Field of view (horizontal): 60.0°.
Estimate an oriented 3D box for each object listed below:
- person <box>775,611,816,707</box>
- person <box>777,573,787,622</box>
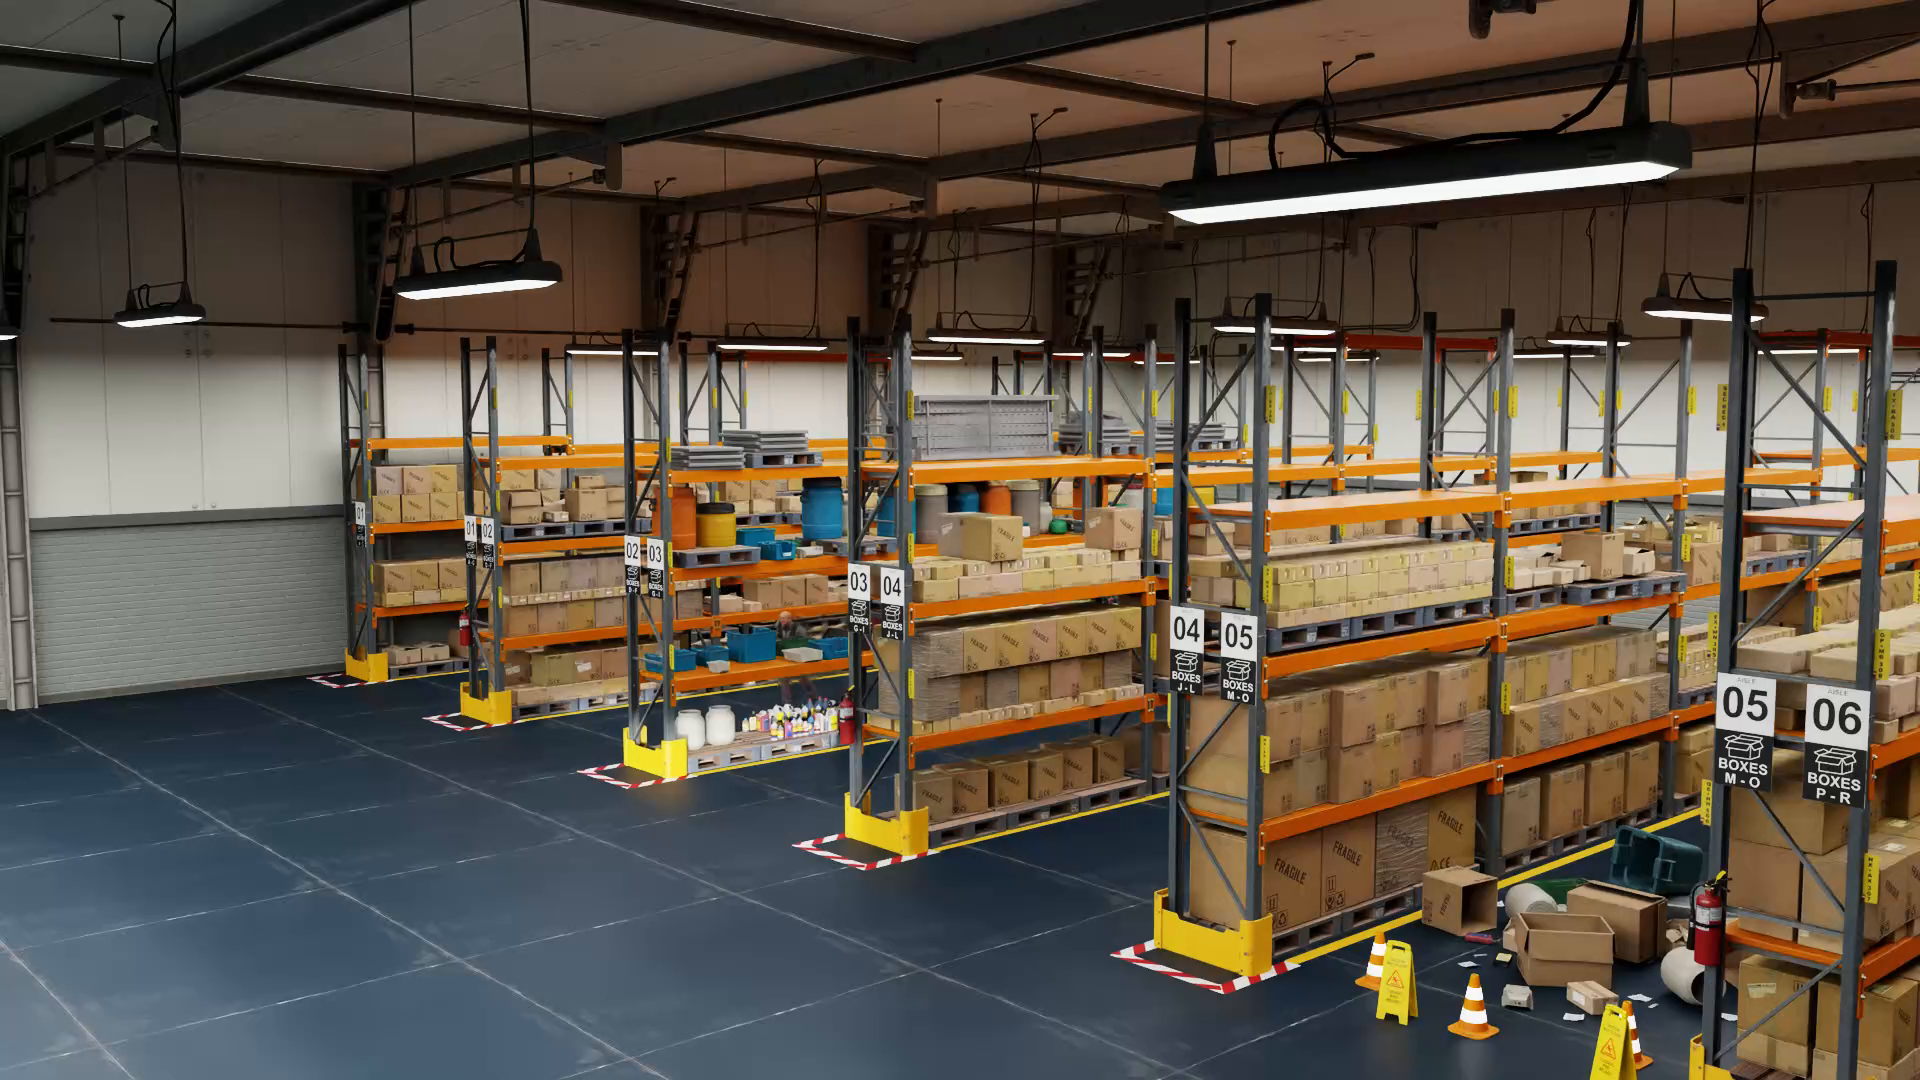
[{"bbox_3d":[-2.658,1.948,27.068,0.704,1.689,0.980,3,6,28],"label":"person"},{"bbox_3d":[-3.454,1.424,33.257,0.517,1.559,0.660,4,7,40],"label":"person"}]
